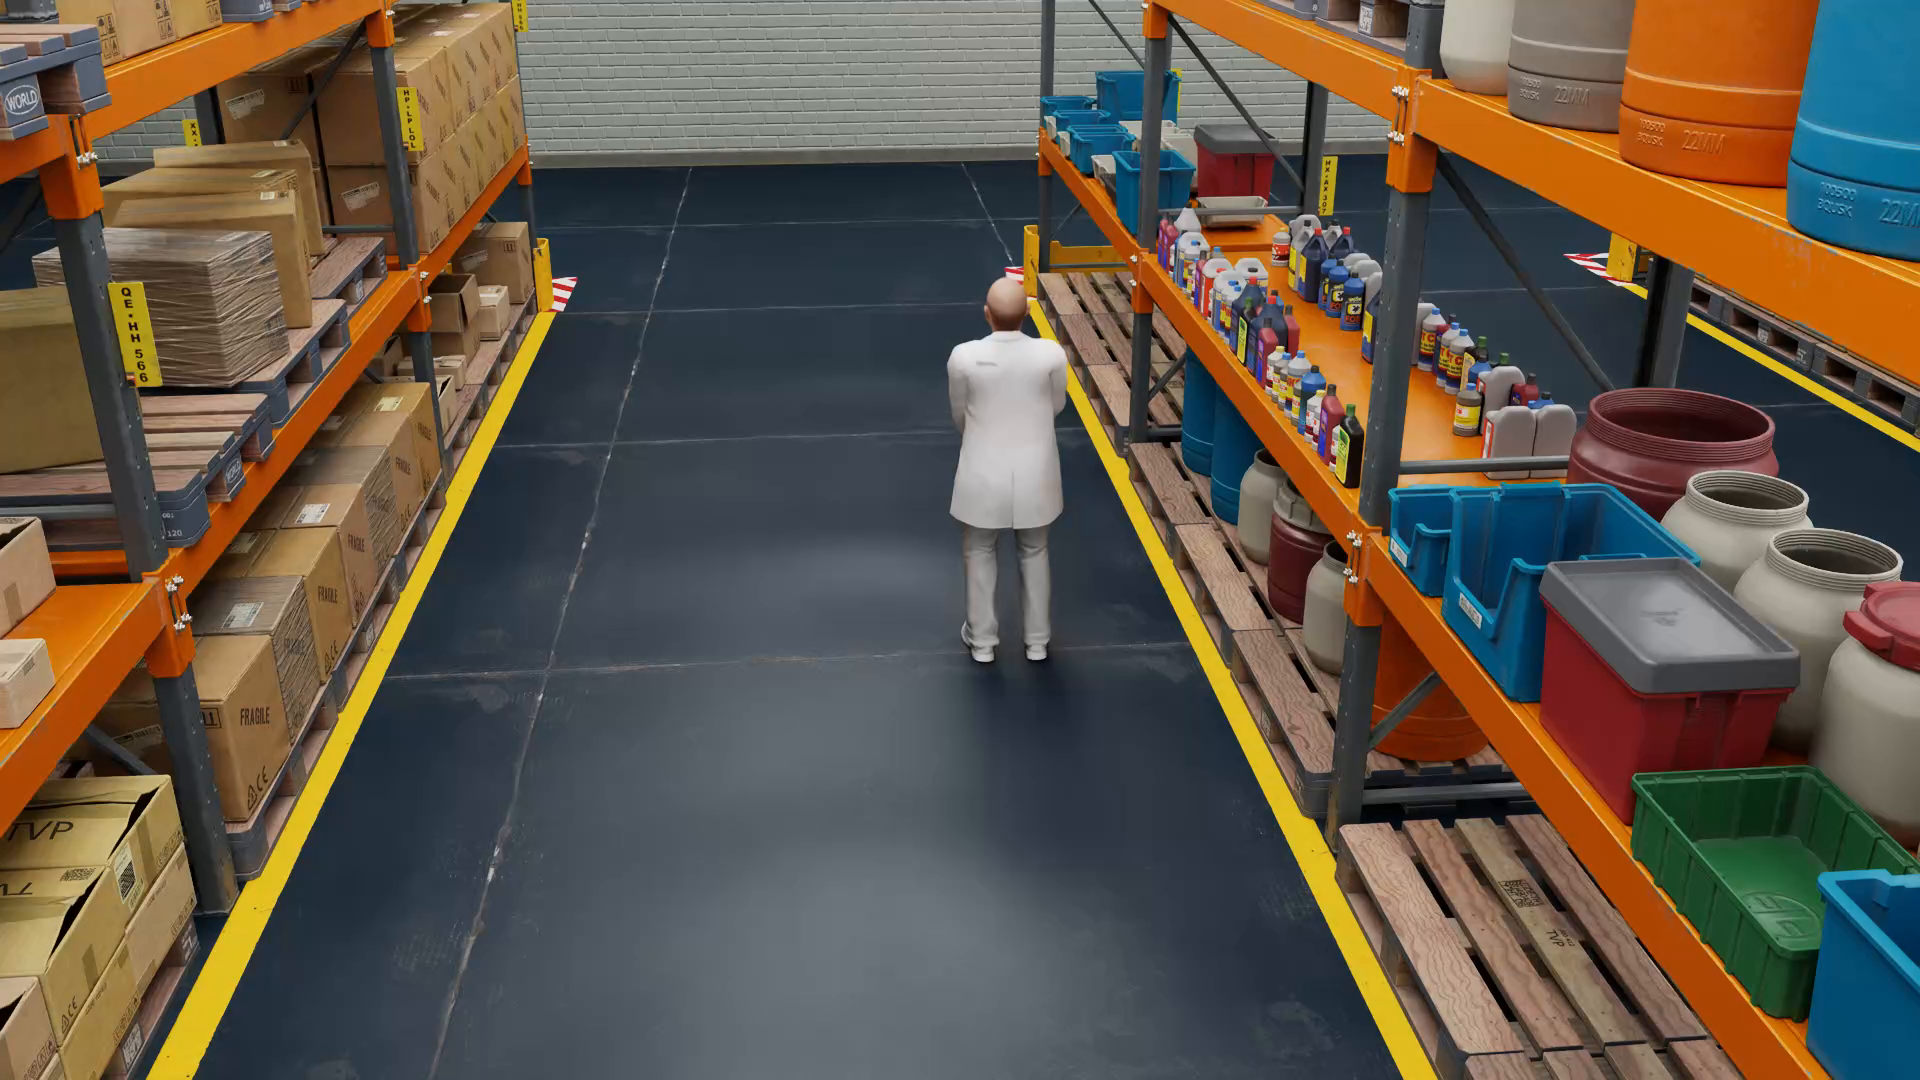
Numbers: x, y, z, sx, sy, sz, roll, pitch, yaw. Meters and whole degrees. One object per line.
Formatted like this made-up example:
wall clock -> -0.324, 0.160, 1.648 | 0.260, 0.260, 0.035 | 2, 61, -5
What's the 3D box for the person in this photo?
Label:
person -> 0.196, -0.343, 7.416 | 0.531, 1.769, 0.554 | -2, 23, -5
